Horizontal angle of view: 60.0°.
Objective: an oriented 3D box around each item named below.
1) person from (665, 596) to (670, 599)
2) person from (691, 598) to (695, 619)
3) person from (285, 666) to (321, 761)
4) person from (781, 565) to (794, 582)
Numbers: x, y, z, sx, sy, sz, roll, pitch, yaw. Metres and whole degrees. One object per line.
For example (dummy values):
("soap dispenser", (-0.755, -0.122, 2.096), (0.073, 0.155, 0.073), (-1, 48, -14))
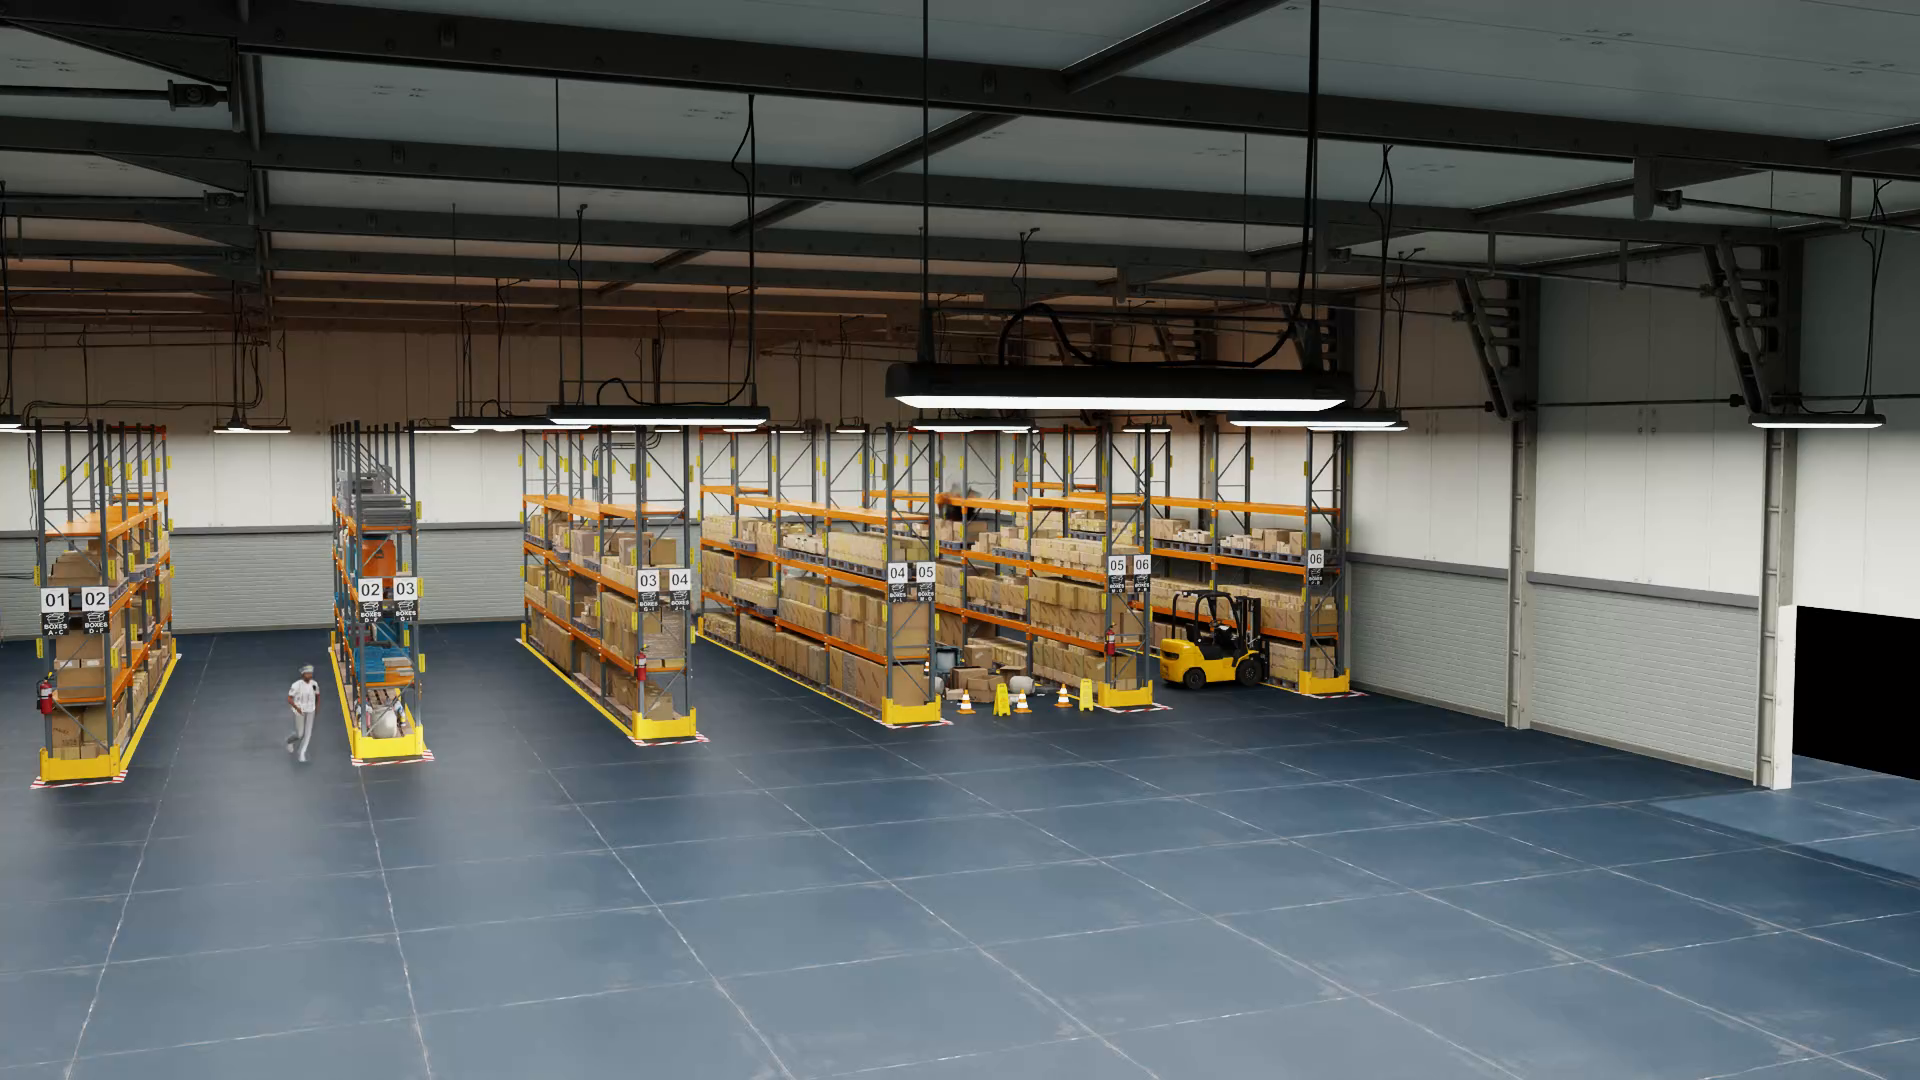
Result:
("person", (-8.365, 1.875, 48.124), (0.634, 1.678, 0.851), (1, 4, 19))
("person", (-7.457, 2.121, 44.892), (0.615, 1.647, 0.828), (-1, 4, -19))
("person", (-11.673, 3.067, 29.626), (0.655, 1.688, 0.604), (4, 5, 45))
("person", (-5.324, 1.674, 50.525), (0.705, 1.824, 0.632), (-2, 4, -35))
